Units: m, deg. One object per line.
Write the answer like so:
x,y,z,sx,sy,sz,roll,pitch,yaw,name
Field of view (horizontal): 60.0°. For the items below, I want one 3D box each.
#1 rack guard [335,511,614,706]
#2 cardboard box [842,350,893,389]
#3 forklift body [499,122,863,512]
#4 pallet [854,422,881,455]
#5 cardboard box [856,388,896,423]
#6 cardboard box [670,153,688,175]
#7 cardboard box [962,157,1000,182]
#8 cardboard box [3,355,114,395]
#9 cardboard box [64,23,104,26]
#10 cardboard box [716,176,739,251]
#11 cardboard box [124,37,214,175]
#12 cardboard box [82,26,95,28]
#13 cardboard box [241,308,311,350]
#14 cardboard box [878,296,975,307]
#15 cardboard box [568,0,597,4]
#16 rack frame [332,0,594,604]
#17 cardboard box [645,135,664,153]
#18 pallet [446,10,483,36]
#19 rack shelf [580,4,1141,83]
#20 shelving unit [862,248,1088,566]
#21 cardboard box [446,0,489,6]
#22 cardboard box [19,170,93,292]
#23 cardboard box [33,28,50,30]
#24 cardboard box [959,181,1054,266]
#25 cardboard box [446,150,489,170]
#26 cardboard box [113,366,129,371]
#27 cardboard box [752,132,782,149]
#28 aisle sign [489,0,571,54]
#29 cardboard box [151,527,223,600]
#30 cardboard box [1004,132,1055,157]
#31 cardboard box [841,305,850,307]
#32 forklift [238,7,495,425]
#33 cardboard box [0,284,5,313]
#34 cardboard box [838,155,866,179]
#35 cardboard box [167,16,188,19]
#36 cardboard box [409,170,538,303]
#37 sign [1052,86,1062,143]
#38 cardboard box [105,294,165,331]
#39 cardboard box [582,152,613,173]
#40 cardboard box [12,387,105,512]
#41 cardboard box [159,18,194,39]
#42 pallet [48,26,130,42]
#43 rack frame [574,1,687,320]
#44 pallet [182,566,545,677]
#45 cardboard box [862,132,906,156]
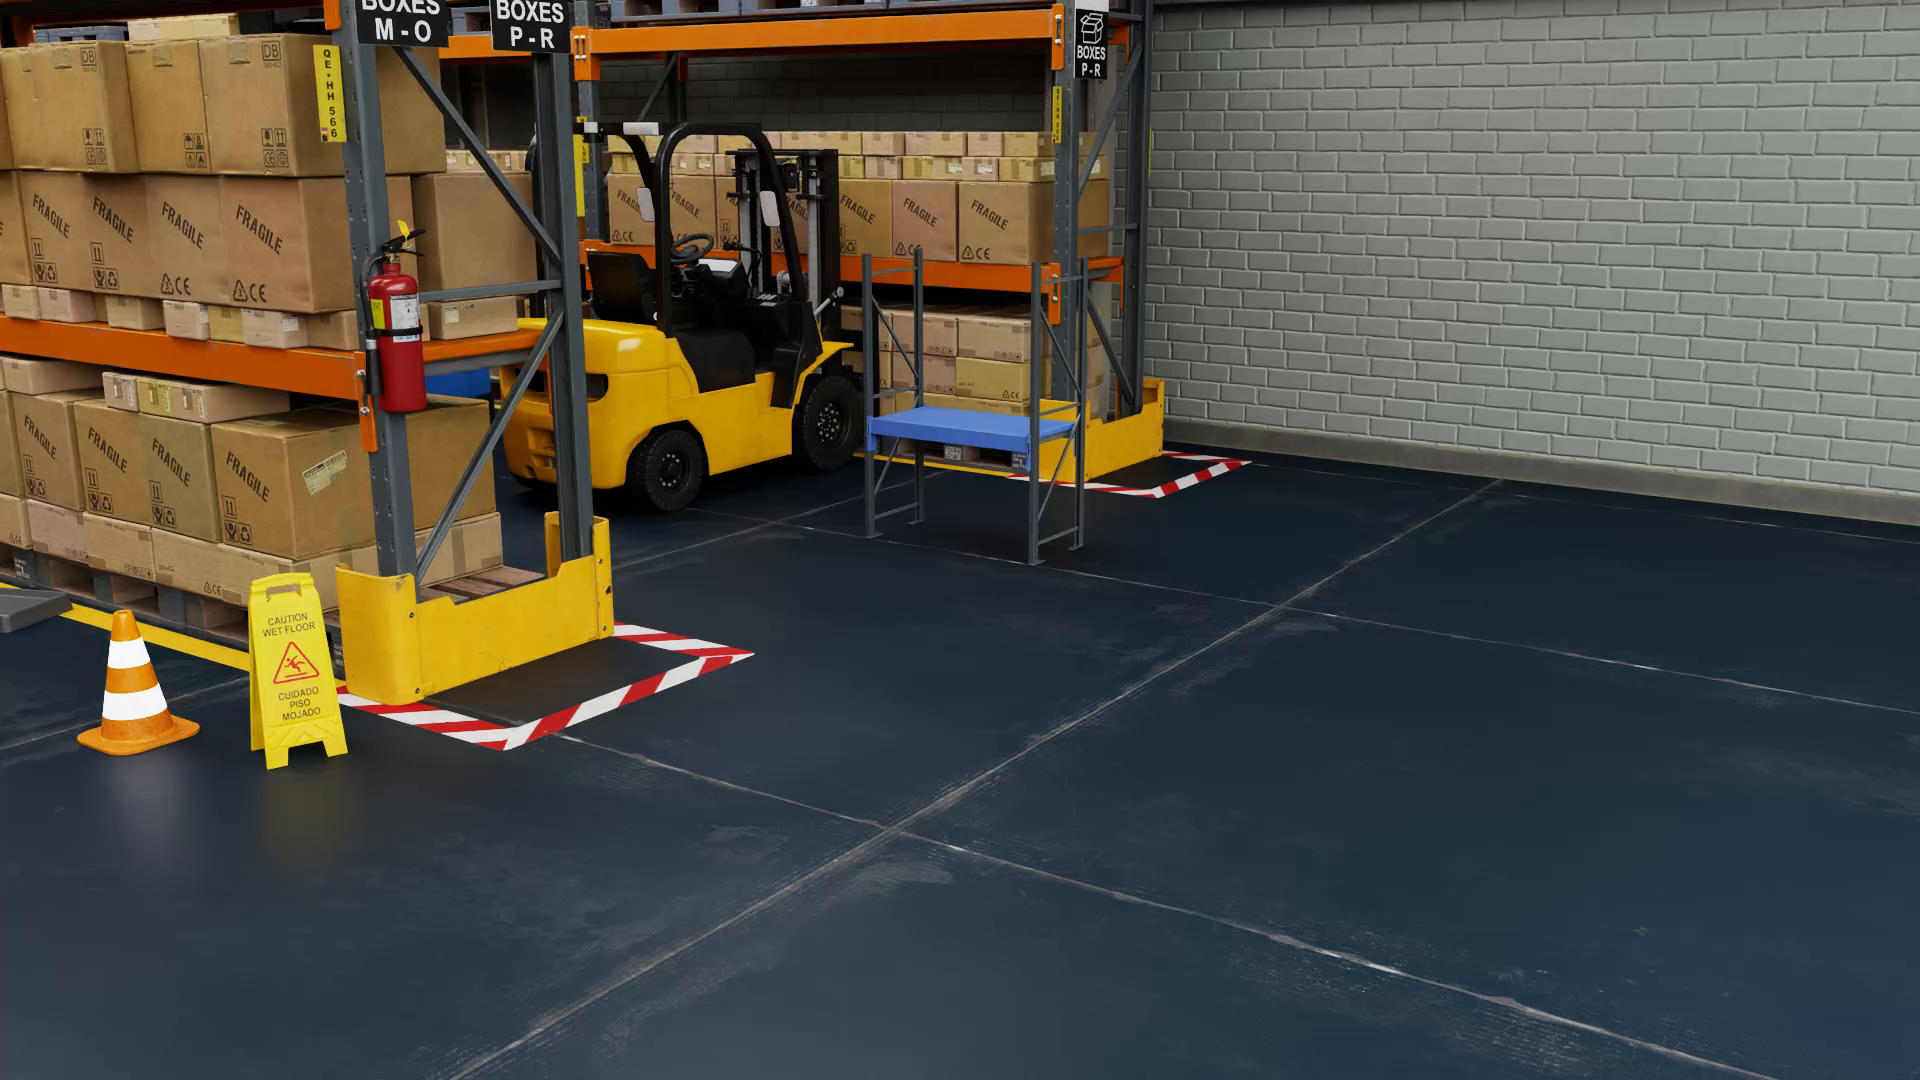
-1.939,0.250,6.771,0.348,0.500,1.175,9,17,33,rack guard
-0.538,-1.192,11.205,0.500,0.250,0.500,9,16,32,cardboard box
-1.701,-1.422,10.090,1.214,2.155,2.313,9,17,33,forklift body
-0.775,-0.847,11.807,1.213,0.211,1.003,9,17,33,pallet
-0.493,-0.950,11.265,0.500,0.250,0.500,9,17,33,cardboard box
-1.863,-2.684,11.864,0.250,0.149,0.380,9,17,33,cardboard box
0.218,-2.325,10.416,0.250,0.149,0.380,9,17,34,cardboard box
-4.134,-0.771,7.635,0.250,0.149,0.380,10,17,36,cardboard box
-8.192,-4.883,15.504,0.250,0.149,0.380,9,16,32,cardboard box
-1.344,-2.282,11.592,0.500,0.500,0.500,9,17,32,cardboard box
-2.838,-1.725,6.643,0.500,0.500,0.700,9,17,33,cardboard box
-8.332,-5.050,16.180,0.250,0.149,0.380,9,16,31,cardboard box
-2.578,-0.850,6.538,0.250,0.149,0.380,9,16,32,cardboard box
-0.228,-1.535,11.550,0.500,0.250,0.500,9,17,32,cardboard box
-3.023,-4.219,12.822,0.250,0.149,0.380,9,17,33,cardboard box
-1.876,-0.953,6.430,0.127,3.000,1.000,9,17,33,rack frame
-2.052,-2.872,12.005,0.250,0.149,0.380,9,17,34,cardboard box
-4.205,-4.158,13.527,1.213,0.211,1.003,10,17,35,pallet
-0.769,-3.318,11.239,4.000,0.370,1.077,9,17,33,rack shelf
0.071,-0.717,8.597,1.048,1.500,0.538,9,17,33,shelving unit
-3.802,-4.296,12.796,0.500,0.311,0.500,9,16,31,cardboard box
-3.717,-1.371,7.293,0.500,0.500,0.500,9,17,33,cardboard box
-9.041,-5.019,16.056,0.250,0.149,0.380,9,17,34,cardboard box
0.336,-2.005,10.473,0.500,0.500,0.500,9,16,32,cardboard box
-3.912,-3.010,13.181,0.250,0.149,0.380,9,17,33,cardboard box
-4.132,-0.629,8.408,0.500,0.500,0.500,10,17,34,cardboard box
-1.216,-2.728,11.425,0.250,0.149,0.380,9,17,33,cardboard box
-1.652,-2.268,6.333,0.004,0.787,0.394,9,17,33,aisle sign
-3.123,0.052,7.218,0.500,0.250,0.500,9,17,33,cardboard box
0.476,-2.457,10.328,0.250,0.149,0.380,9,17,33,cardboard box
-0.933,-1.499,11.406,0.500,0.250,0.500,9,16,32,cardboard box
-4.221,-1.871,10.283,1.130,2.935,3.031,4,15,16,forklift
-4.213,-1.138,7.702,0.250,0.149,0.380,9,17,33,cardboard box
-0.631,-2.464,10.977,0.250,0.149,0.380,9,17,33,cardboard box
-6.814,-4.696,14.790,0.250,0.149,0.380,9,17,33,cardboard box
-2.115,-1.265,6.862,0.500,0.500,0.500,9,16,32,cardboard box
0.576,-2.514,9.833,0.005,0.325,0.100,9,17,33,sign
-3.406,-0.996,7.127,0.250,0.149,0.380,9,17,32,cardboard box
-2.836,-2.844,12.513,0.250,0.149,0.380,10,17,35,cardboard box
-3.976,-0.450,7.687,0.500,0.500,0.500,10,17,36,cardboard box
-6.726,-4.487,14.775,0.500,0.250,0.500,9,17,33,cardboard box
-7.702,-4.677,15.624,1.003,0.211,1.213,9,17,33,pallet
-2.428,-2.479,12.597,0.127,3.000,1.000,9,17,33,rack frame
-2.594,0.275,7.274,1.213,0.211,1.003,9,17,33,pallet
-0.421,-2.574,10.803,0.250,0.149,0.380,10,17,34,cardboard box
